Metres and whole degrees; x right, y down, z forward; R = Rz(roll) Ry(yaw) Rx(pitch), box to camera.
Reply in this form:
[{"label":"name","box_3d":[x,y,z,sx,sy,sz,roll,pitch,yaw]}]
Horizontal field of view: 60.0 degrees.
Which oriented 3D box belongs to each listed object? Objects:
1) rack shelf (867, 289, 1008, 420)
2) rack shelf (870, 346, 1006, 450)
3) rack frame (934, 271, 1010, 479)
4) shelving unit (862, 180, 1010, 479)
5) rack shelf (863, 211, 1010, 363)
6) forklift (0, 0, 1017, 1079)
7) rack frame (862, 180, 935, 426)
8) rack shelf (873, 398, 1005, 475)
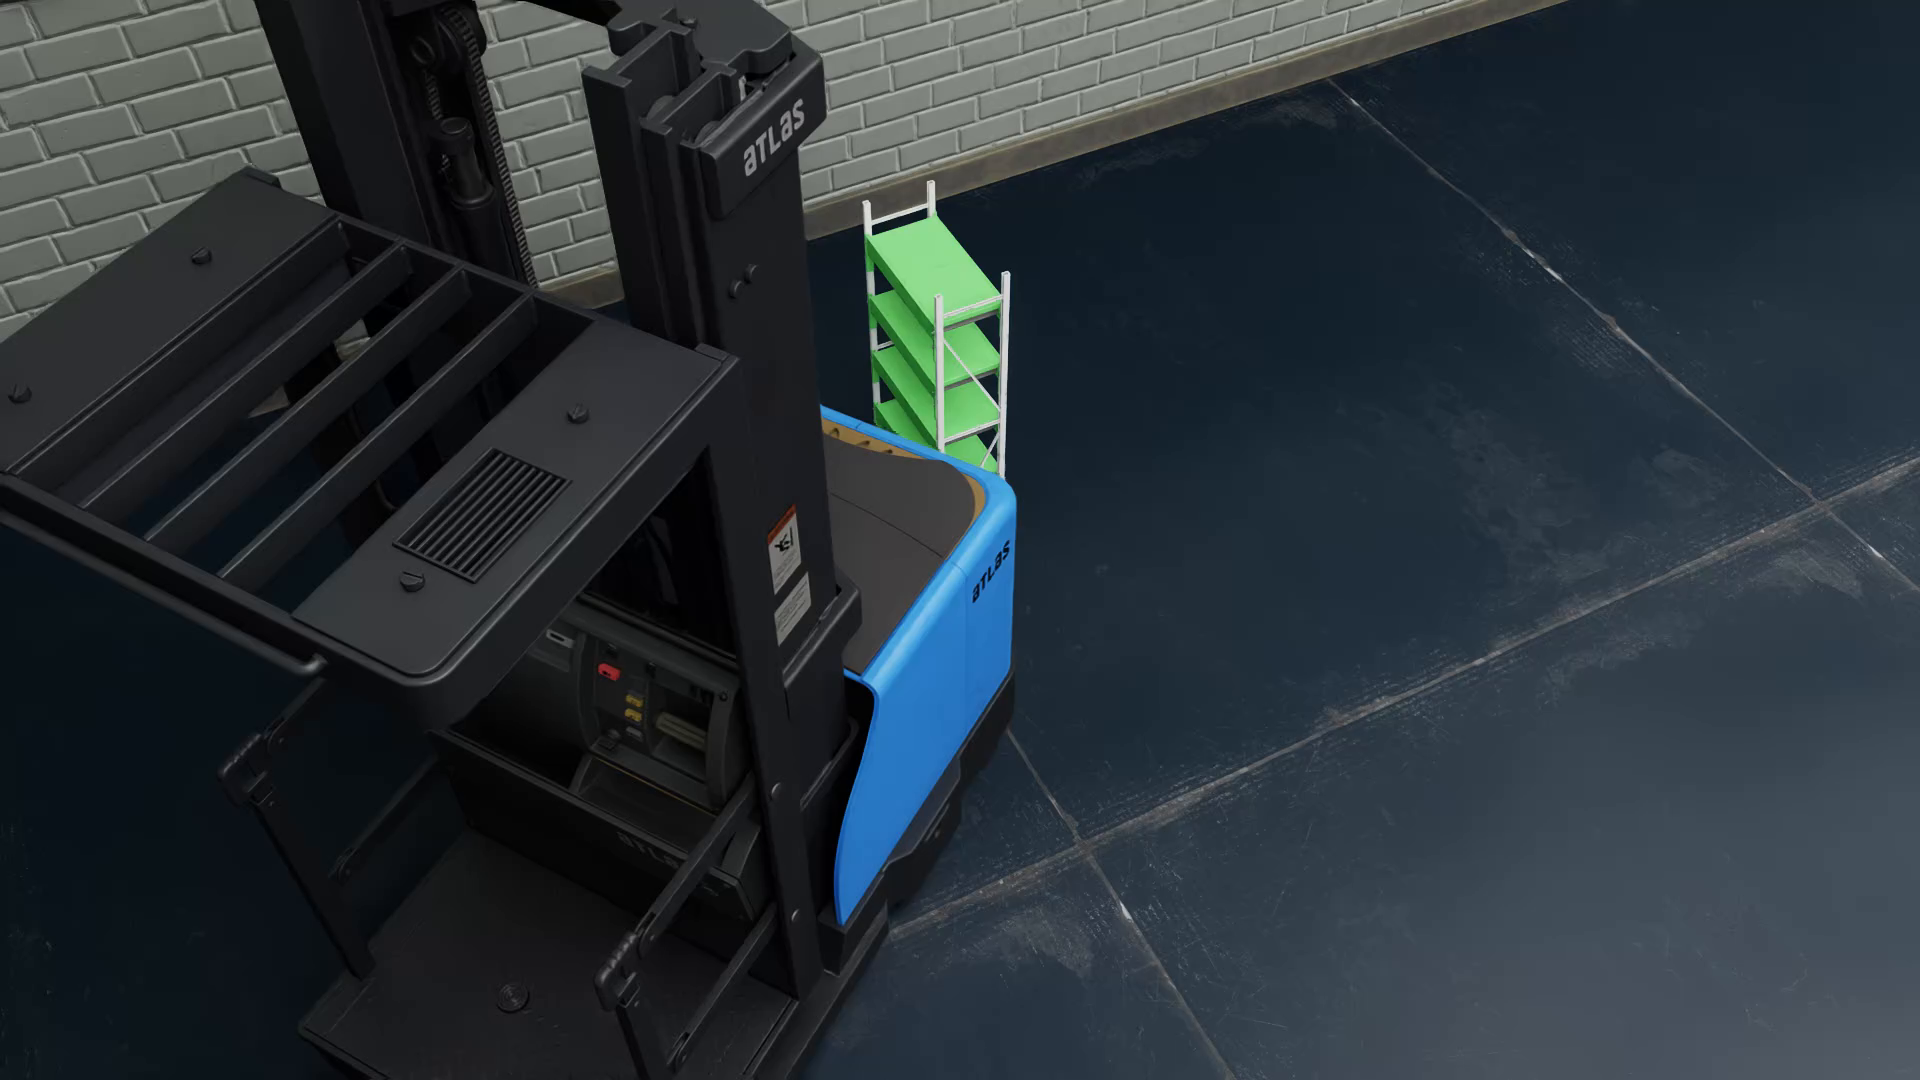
[{"label":"rack shelf","box_3d":[-0.076,-0.622,5.263,0.258,0.148,0.480,-21,52,-18]},{"label":"rack shelf","box_3d":[-0.076,-0.464,5.443,0.258,0.148,0.480,-21,52,-18]},{"label":"rack frame","box_3d":[0.036,-0.342,5.252,0.240,1.200,0.015,-21,52,-18]},{"label":"shelving unit","box_3d":[-0.076,-0.506,5.395,0.258,1.200,0.503,-21,52,-18]},{"label":"rack shelf","box_3d":[-0.076,-0.780,5.082,0.258,0.148,0.480,-21,52,-18]},{"label":"forklift","box_3d":[-0.980,0.386,3.465,1.130,2.935,3.031,22,52,18]},{"label":"rack frame","box_3d":[-0.187,-0.669,5.538,0.240,1.200,0.015,-21,52,-18]},{"label":"rack shelf","box_3d":[-0.076,-0.306,5.624,0.258,0.148,0.480,-21,52,-18]}]
